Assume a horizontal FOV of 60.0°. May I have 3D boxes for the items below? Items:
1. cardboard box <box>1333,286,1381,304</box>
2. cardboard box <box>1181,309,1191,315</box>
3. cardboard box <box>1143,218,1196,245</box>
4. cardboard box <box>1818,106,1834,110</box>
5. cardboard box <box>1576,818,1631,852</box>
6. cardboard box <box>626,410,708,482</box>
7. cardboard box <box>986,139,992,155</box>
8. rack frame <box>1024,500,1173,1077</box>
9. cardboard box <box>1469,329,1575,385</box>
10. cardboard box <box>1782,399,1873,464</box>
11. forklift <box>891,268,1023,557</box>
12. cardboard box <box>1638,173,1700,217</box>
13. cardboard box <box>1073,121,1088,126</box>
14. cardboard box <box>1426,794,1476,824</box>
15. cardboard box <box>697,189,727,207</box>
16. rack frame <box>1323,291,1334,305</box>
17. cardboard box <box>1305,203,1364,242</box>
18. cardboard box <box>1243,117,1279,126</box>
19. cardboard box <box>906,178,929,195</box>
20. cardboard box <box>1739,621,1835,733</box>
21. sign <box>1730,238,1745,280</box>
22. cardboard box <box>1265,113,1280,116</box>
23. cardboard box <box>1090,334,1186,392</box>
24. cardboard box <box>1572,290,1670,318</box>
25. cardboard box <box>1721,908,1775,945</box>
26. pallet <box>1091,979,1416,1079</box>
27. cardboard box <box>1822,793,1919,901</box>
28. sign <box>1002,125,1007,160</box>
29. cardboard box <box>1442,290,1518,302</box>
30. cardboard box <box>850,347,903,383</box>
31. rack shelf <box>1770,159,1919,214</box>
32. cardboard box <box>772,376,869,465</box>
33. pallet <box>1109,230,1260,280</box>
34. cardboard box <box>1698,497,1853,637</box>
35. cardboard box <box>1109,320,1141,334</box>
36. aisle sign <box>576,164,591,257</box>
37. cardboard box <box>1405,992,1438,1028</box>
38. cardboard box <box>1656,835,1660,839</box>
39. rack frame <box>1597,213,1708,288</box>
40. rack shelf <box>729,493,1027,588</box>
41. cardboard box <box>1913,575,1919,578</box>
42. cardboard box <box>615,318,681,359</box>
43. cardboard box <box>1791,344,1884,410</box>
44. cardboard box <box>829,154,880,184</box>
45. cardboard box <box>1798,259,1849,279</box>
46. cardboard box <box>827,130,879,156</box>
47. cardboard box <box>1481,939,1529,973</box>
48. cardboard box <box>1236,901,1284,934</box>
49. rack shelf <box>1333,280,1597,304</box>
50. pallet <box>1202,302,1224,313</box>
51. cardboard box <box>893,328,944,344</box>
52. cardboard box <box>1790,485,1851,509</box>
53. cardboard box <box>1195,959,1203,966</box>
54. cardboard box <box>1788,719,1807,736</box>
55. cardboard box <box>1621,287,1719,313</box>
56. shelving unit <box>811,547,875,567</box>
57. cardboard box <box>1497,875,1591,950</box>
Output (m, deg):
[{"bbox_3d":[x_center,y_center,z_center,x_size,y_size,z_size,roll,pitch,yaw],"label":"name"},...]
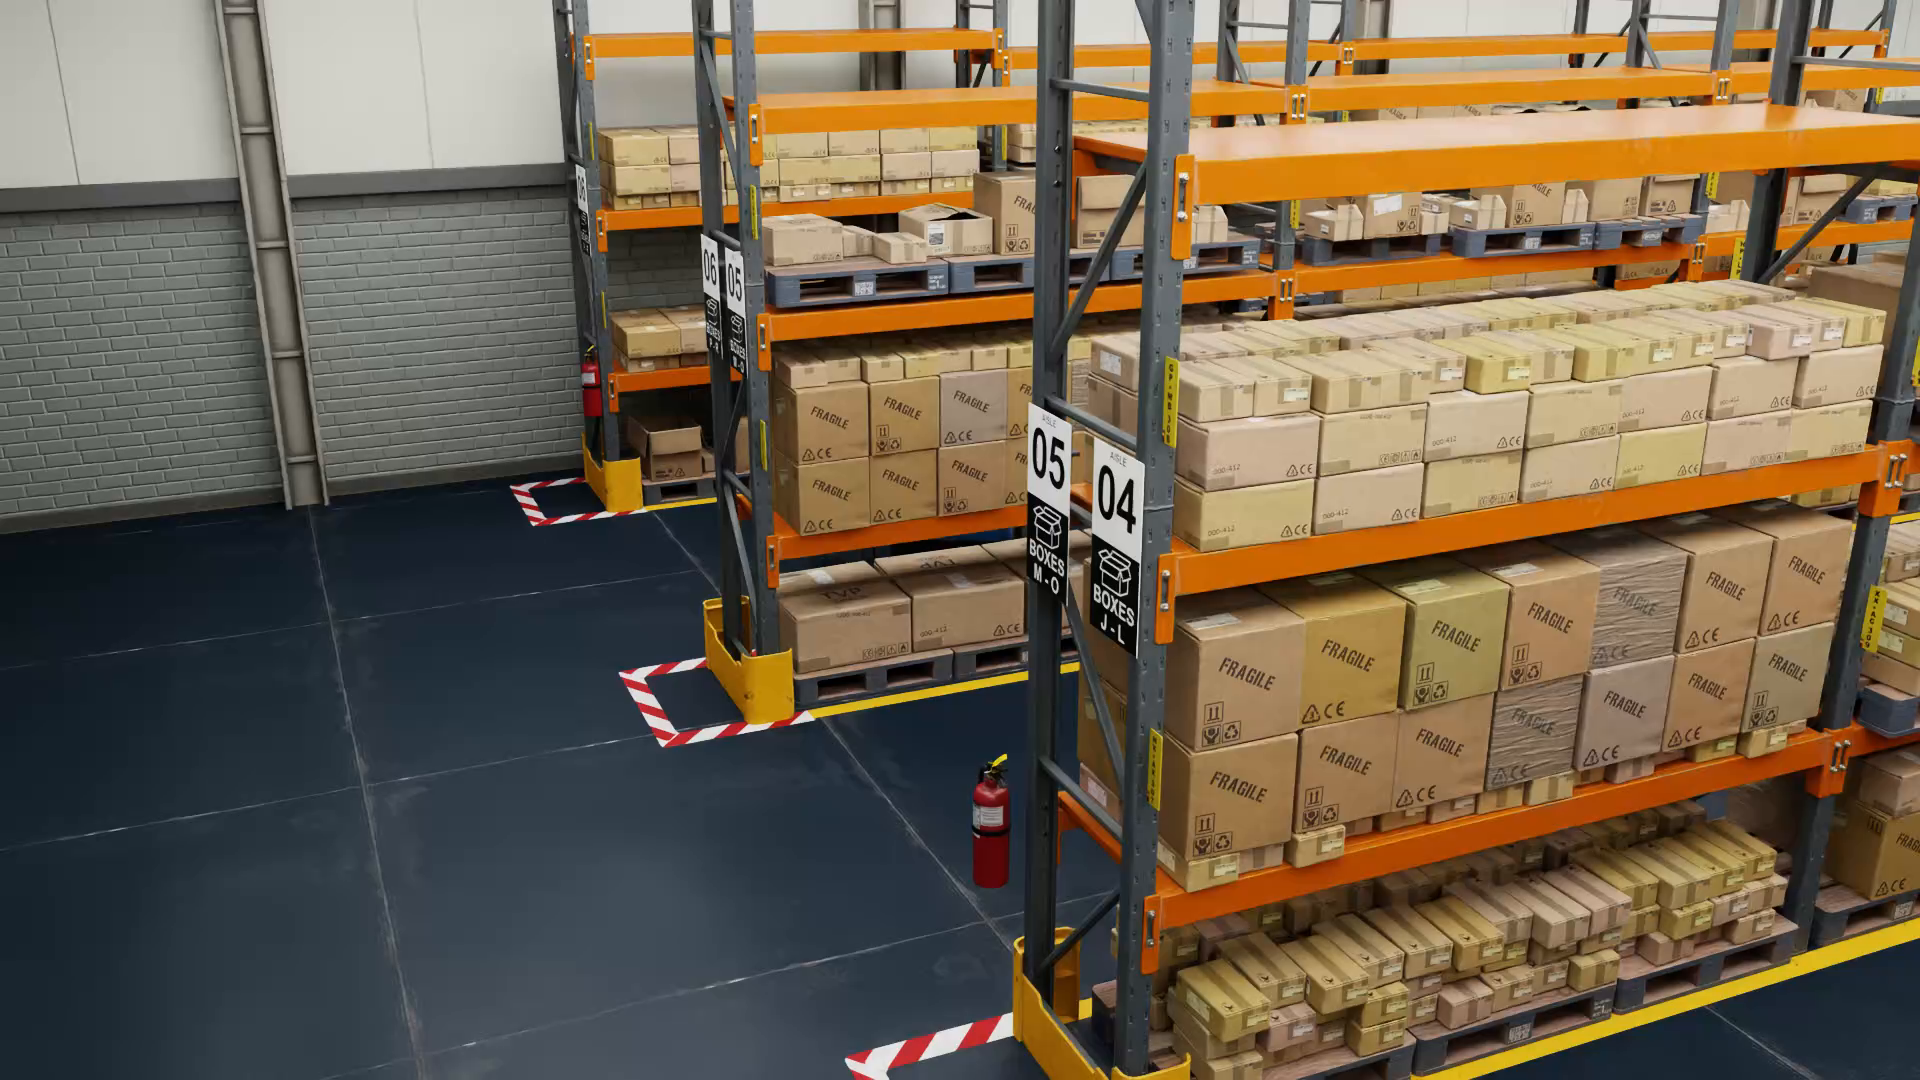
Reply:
[{"bbox_3d":[4.384,-2.820,18.742,0.500,0.250,0.500,-8,21,-22],"label":"cardboard box"},{"bbox_3d":[1.555,-1.692,12.677,0.250,0.149,0.380,-8,21,-21],"label":"cardboard box"},{"bbox_3d":[1.475,-2.193,11.813,0.250,0.149,0.380,-8,21,-21],"label":"cardboard box"},{"bbox_3d":[10.585,-5.300,20.636,0.250,0.149,0.380,-9,21,-23],"label":"cardboard box"},{"bbox_3d":[3.343,1.543,8.888,0.250,0.149,0.380,-8,21,-23],"label":"cardboard box"},{"bbox_3d":[-2.866,-0.927,16.265,0.637,0.503,0.797,-9,21,-24],"label":"cardboard box"},{"bbox_3d":[0.458,-3.984,16.899,0.250,0.149,0.380,-8,21,-22],"label":"cardboard box"},{"bbox_3d":[0.558,1.154,7.227,0.127,3.000,1.000,-8,21,-22],"label":"rack frame"},{"bbox_3d":[2.383,-0.782,7.083,0.250,0.149,0.380,-7,21,-20],"label":"cardboard box"},{"bbox_3d":[3.887,-0.569,7.831,0.500,0.250,0.500,-8,21,-21],"label":"cardboard box"},{"bbox_3d":[0.057,-1.589,15.122,1.130,2.935,3.031,2,19,5],"label":"forklift"},{"bbox_3d":[5.563,-2.960,13.609,0.637,0.503,0.797,-10,22,-25],"label":"cardboard box"},{"bbox_3d":[1.133,-4.246,17.195,0.250,0.149,0.380,-8,21,-20],"label":"cardboard box"},{"bbox_3d":[2.151,1.137,7.654,0.250,0.149,0.380,-9,21,-23],"label":"cardboard box"},{"bbox_3d":[-2.338,-3.195,15.441,0.250,0.149,0.380,-8,21,-21],"label":"cardboard box"},{"bbox_3d":[3.880,-2.907,18.763,0.127,3.000,1.000,-8,21,-22],"label":"rack frame"},{"bbox_3d":[2.775,-2.377,12.309,0.258,0.266,0.396,-8,21,-22],"label":"cardboard box"},{"bbox_3d":[3.174,-4.392,17.639,0.250,0.149,0.380,-9,21,-24],"label":"cardboard box"},{"bbox_3d":[-0.482,-3.476,16.240,0.250,0.149,0.380,-7,21,-20],"label":"cardboard box"},{"bbox_3d":[3.898,0.591,8.230,0.500,0.500,0.500,-8,21,-22],"label":"cardboard box"},{"bbox_3d":[4.007,-1.385,8.551,0.005,0.325,0.100,-8,21,-22],"label":"sign"},{"bbox_3d":[3.433,-4.616,18.276,0.250,0.149,0.380,-9,21,-24],"label":"cardboard box"},{"bbox_3d":[0.746,-0.747,6.983,0.250,0.149,0.380,-8,21,-22],"label":"cardboard box"},{"bbox_3d":[3.140,-1.079,7.927,0.250,0.149,0.380,-9,21,-23],"label":"cardboard box"},{"bbox_3d":[4.005,1.930,8.683,0.250,0.149,0.380,-8,21,-21],"label":"cardboard box"},{"bbox_3d":[1.387,2.364,7.991,1.213,0.211,1.003,-8,21,-22],"label":"pallet"},{"bbox_3d":[5.014,1.593,9.113,0.500,0.500,0.500,-7,21,-20],"label":"cardboard box"},{"bbox_3d":[0.429,-3.875,16.217,0.005,0.325,0.100,-8,21,-22],"label":"sign"},{"bbox_3d":[4.367,-1.791,13.936,0.500,0.500,0.500,-8,21,-20],"label":"cardboard box"},{"bbox_3d":[-0.564,-1.184,11.236,0.250,0.149,0.380,-7,21,-20],"label":"cardboard box"},{"bbox_3d":[6.067,-1.937,8.658,4.000,0.370,1.077,-8,21,-22],"label":"rack shelf"},{"bbox_3d":[-0.942,-0.837,11.226,0.500,0.500,0.500,-9,21,-23],"label":"cardboard box"},{"bbox_3d":[1.422,-2.137,12.191,1.213,0.211,1.003,-8,21,-22],"label":"pallet"},{"bbox_3d":[3.906,0.113,8.079,0.500,0.500,0.500,-9,21,-24],"label":"cardboard box"},{"bbox_3d":[1.277,-1.485,12.090,0.250,0.149,0.380,-8,21,-22],"label":"cardboard box"},{"bbox_3d":[-3.412,-2.983,15.062,0.004,0.787,0.394,-8,21,-22],"label":"aisle sign"},{"bbox_3d":[2.073,2.173,7.995,0.250,0.149,0.380,-8,21,-22],"label":"cardboard box"},{"bbox_3d":[3.771,1.585,9.217,0.250,0.149,0.380,-7,21,-19],"label":"cardboard box"},{"bbox_3d":[5.850,-1.394,14.465,0.127,3.000,1.000,-8,21,-22],"label":"rack frame"},{"bbox_3d":[0.341,-0.266,12.343,4.000,0.370,1.077,-8,21,-22],"label":"rack shelf"},{"bbox_3d":[5.237,0.192,9.259,0.250,0.149,0.380,-9,21,-24],"label":"cardboard box"},{"bbox_3d":[-2.942,-1.902,15.686,0.500,0.250,0.500,-8,21,-22],"label":"cardboard box"},{"bbox_3d":[3.907,-0.813,7.772,0.500,0.250,0.500,-9,21,-24],"label":"cardboard box"},{"bbox_3d":[-1.084,-3.590,15.964,0.500,0.250,0.500,-8,21,-21],"label":"cardboard box"},{"bbox_3d":[7.994,-2.484,15.352,0.250,0.149,0.380,-7,21,-19],"label":"cardboard box"},{"bbox_3d":[-1.092,-3.828,15.886,0.500,0.250,0.500,-8,21,-21],"label":"cardboard box"},{"bbox_3d":[2.573,1.947,8.189,0.250,0.149,0.380,-7,21,-19],"label":"cardboard box"},{"bbox_3d":[1.384,1.785,8.200,0.250,0.149,0.380,-9,21,-23],"label":"cardboard box"},{"bbox_3d":[5.717,-2.831,19.629,4.000,0.370,1.077,-8,21,-22],"label":"rack shelf"},{"bbox_3d":[2.096,-2.560,18.064,1.213,0.211,1.003,-8,21,-22],"label":"pallet"},{"bbox_3d":[-0.303,-1.409,11.873,0.250,0.149,0.380,-8,21,-22],"label":"cardboard box"},{"bbox_3d":[7.745,-0.622,15.595,0.625,0.372,0.950,-7,21,-20],"label":"cardboard box"},{"bbox_3d":[1.191,1.986,8.077,0.250,0.149,0.380,-9,21,-23],"label":"cardboard box"},{"bbox_3d":[4.061,0.856,8.454,0.250,0.149,0.380,-8,21,-23],"label":"cardboard box"},{"bbox_3d":[3.396,-1.099,7.984,0.250,0.149,0.380,-8,21,-23],"label":"cardboard box"},{"bbox_3d":[-1.010,-0.345,14.195,0.503,1.200,0.258,8,21,21],"label":"shelving unit"},{"bbox_3d":[2.838,1.814,8.117,0.250,0.149,0.380,-9,21,-24],"label":"cardboard box"}]
